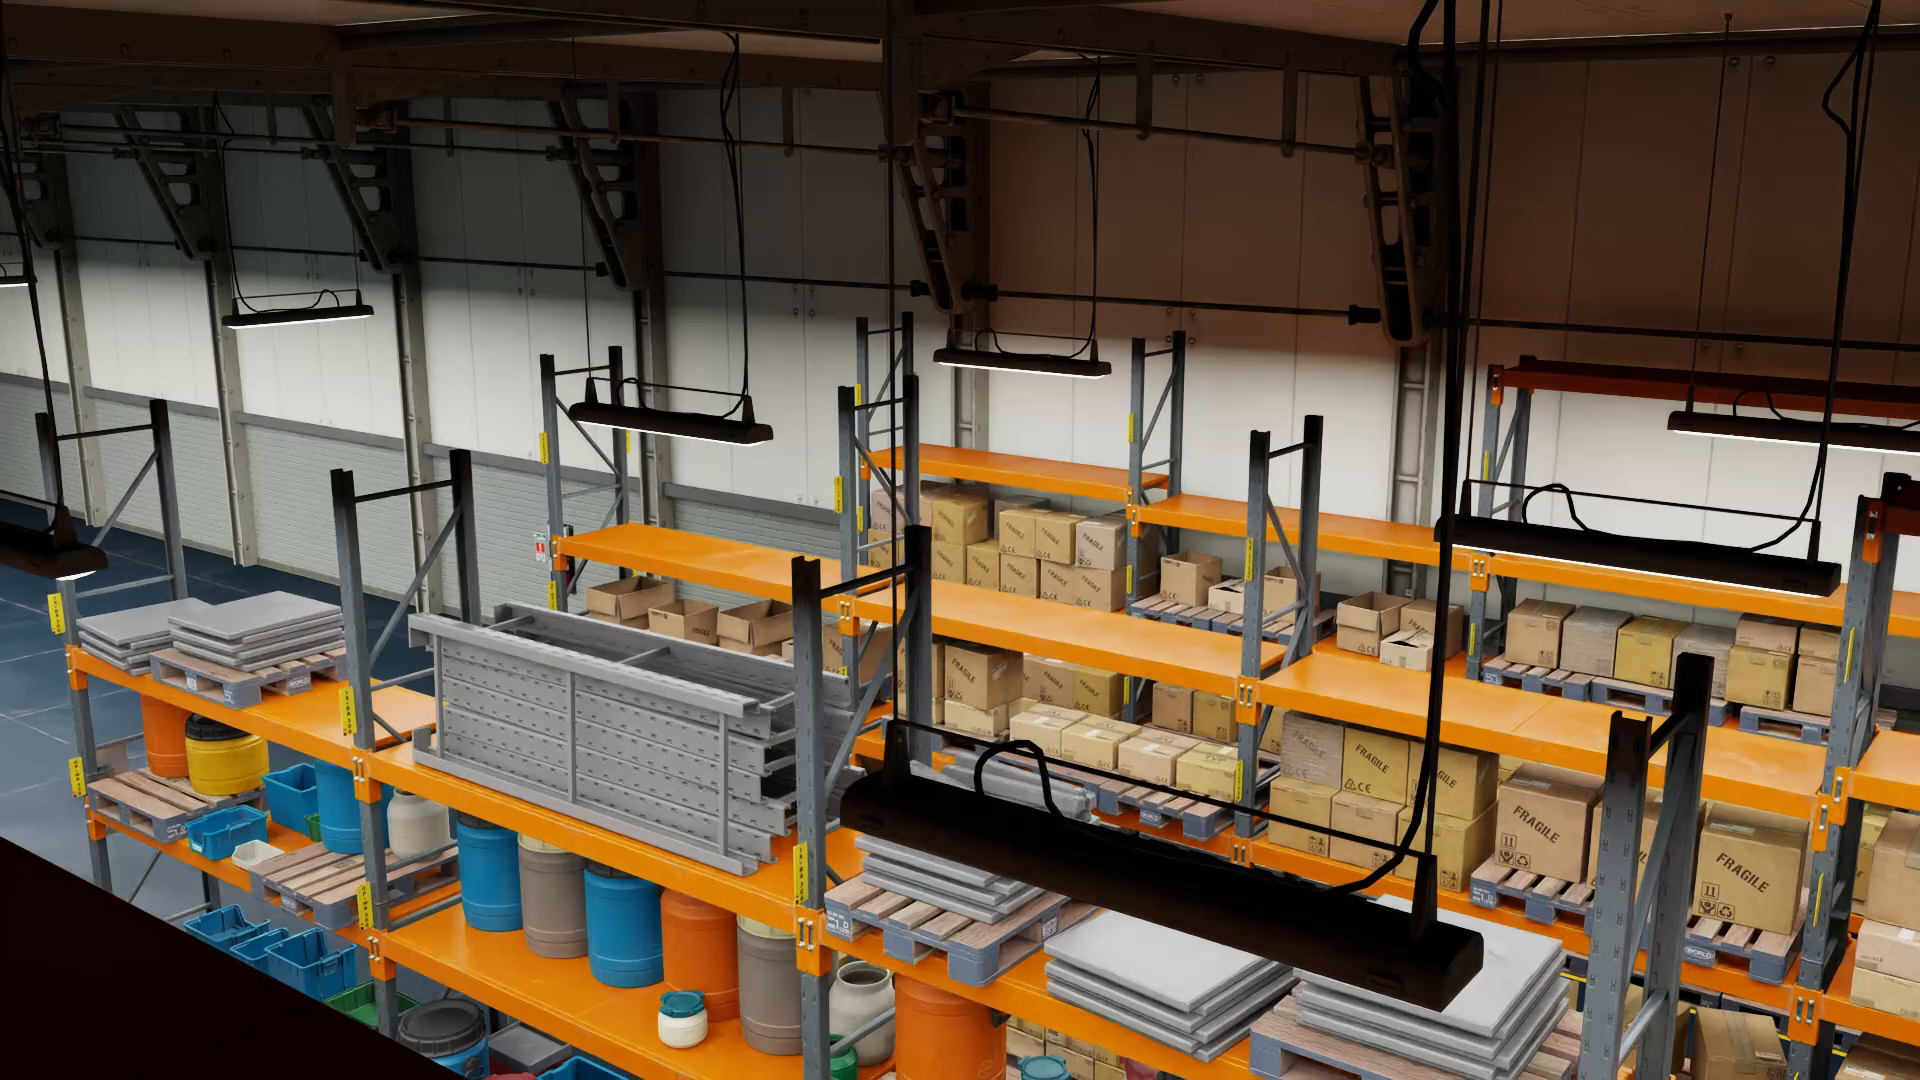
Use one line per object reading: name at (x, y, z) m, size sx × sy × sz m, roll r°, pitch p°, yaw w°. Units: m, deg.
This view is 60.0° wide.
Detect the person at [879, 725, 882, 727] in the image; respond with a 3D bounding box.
person at (-0.796, 2.895, 19.196) m, size 0.385 × 1.713 × 0.556 m, roll 2°, pitch 13°, yaw 7°
